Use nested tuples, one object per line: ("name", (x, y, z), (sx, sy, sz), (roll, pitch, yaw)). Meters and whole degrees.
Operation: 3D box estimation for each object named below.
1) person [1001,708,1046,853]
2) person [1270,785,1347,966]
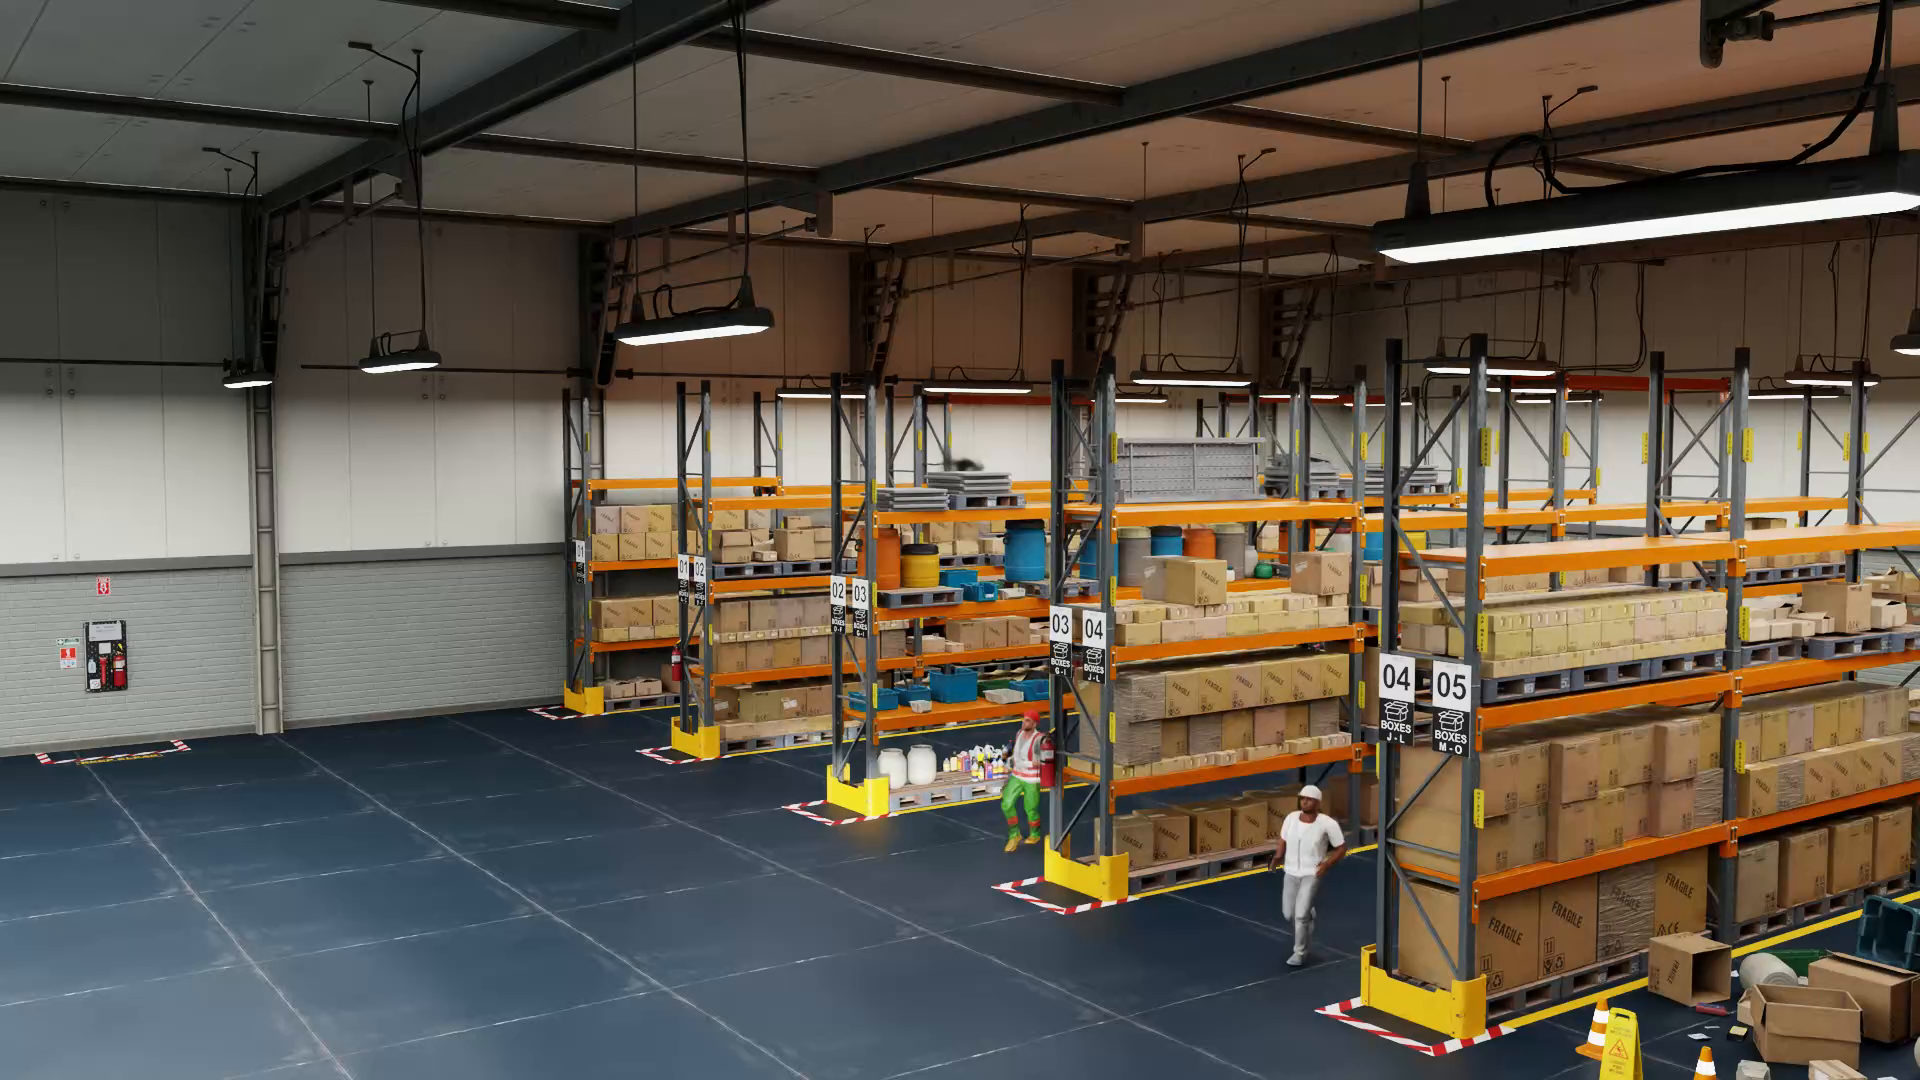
("person", (0.862, 2.968, 20.493), (0.684, 1.811, 0.680), (3, 5, 41))
("person", (3.396, 3.258, 16.283), (0.694, 1.713, 0.728), (3, 5, 38))
